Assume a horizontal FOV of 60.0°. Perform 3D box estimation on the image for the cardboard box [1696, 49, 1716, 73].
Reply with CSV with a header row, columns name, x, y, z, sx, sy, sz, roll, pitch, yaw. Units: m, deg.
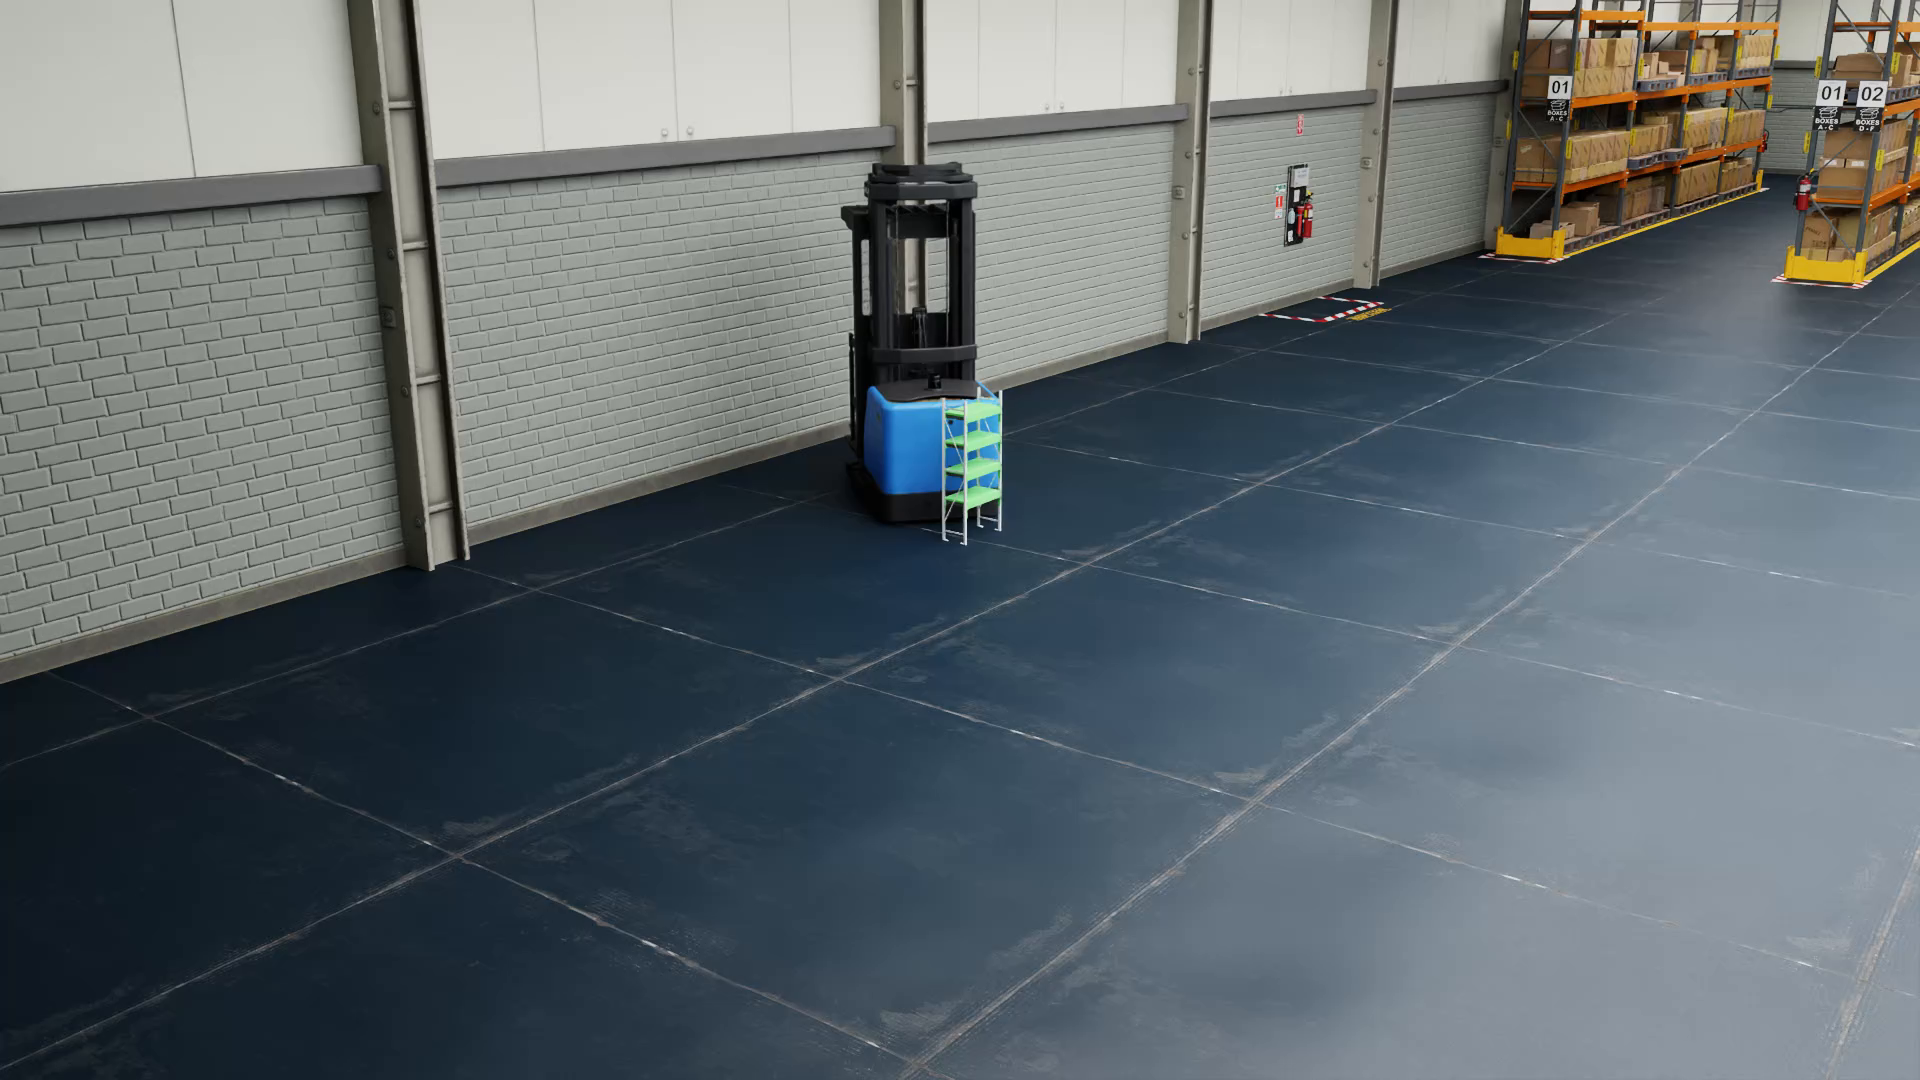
name,x,y,z,sx,sy,sz,roll,pitch,yaw
cardboard box,16.691,-10.875,37.738,0.700,0.500,0.500,12,21,34

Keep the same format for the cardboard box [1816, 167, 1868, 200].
name,x,y,z,sx,sy,sz,roll,pitch,yaw
cardboard box,14.702,-5.943,27.655,0.700,0.500,0.500,12,21,35

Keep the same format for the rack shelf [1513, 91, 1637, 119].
name,x,y,z,sx,sy,sz,roll,pitch,yaw
rack shelf,11.625,-8.226,31.331,1.077,0.370,4.000,12,21,35

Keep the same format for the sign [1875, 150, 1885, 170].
name,x,y,z,sx,sy,sz,roll,pitch,yaw
sign,14.856,-6.138,26.858,0.100,0.325,0.005,12,21,35

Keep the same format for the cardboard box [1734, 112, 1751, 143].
name,x,y,z,sx,sy,sz,roll,pitch,yaw
cardboard box,18.784,-10.136,40.821,0.980,0.700,0.700,11,20,32

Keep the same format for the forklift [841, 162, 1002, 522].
name,x,y,z,sx,sy,sz,roll,pitch,yaw
forklift,-0.457,-1.948,15.076,1.130,2.935,3.031,-4,18,-12

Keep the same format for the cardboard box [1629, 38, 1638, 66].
name,x,y,z,sx,sy,sz,roll,pitch,yaw
cardboard box,12.736,-9.414,32.053,0.500,0.500,0.500,10,20,30

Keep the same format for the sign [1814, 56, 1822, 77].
name,x,y,z,sx,sy,sz,roll,pitch,yaw
sign,13.986,-7.703,27.074,0.100,0.325,0.005,12,21,35

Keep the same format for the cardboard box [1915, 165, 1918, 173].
name,x,y,z,sx,sy,sz,roll,pitch,yaw
cardboard box,18.466,-7.258,32.482,0.380,0.149,0.250,14,22,39

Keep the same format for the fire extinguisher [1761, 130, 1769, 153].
name,x,y,z,sx,sy,sz,roll,pitch,yaw
fire extinguisher,20.427,-10.211,42.326,0.296,0.674,0.183,12,21,35

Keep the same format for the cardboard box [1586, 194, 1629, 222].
name,x,y,z,sx,sy,sz,roll,pitch,yaw
cardboard box,13.241,-6.808,34.082,0.700,0.500,0.500,13,22,37

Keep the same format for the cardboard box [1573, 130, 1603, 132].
name,x,y,z,sx,sy,sz,roll,pitch,yaw
cardboard box,12.368,-7.835,32.869,0.500,0.500,0.500,12,21,33

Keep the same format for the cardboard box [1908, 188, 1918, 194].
name,x,y,z,sx,sy,sz,roll,pitch,yaw
cardboard box,19.579,-7.345,34.546,0.500,0.250,0.500,13,22,37

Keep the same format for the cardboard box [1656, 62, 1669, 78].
name,x,y,z,sx,sy,sz,roll,pitch,yaw
cardboard box,14.353,-9.765,34.866,0.797,0.503,0.637,16,24,42

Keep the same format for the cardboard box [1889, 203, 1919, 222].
name,x,y,z,sx,sy,sz,roll,pitch,yaw
cardboard box,18.158,-6.315,32.004,0.500,0.311,0.500,13,22,36

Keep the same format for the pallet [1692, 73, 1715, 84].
name,x,y,z,sx,sy,sz,roll,pitch,yaw
pallet,16.205,-10.338,37.237,1.003,0.211,1.213,14,22,37

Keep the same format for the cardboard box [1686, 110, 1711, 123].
name,x,y,z,sx,sy,sz,roll,pitch,yaw
cardboard box,16.591,-9.557,37.493,0.500,0.250,0.500,12,21,34

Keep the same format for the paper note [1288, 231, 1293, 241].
name,x,y,z,sx,sy,sz,roll,pitch,yaw
paper note,4.916,-4.519,24.723,0.016,0.148,0.142,12,21,35

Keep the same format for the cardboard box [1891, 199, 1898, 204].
name,x,y,z,sx,sy,sz,roll,pitch,yaw
cardboard box,18.326,-6.648,33.075,0.500,0.311,0.500,12,21,33

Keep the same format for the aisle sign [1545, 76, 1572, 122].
name,x,y,z,sx,sy,sz,roll,pitch,yaw
aisle sign,10.631,-7.832,29.524,0.394,0.787,0.004,12,21,35

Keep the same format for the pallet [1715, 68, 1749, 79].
name,x,y,z,sx,sy,sz,roll,pitch,yaw
pallet,18.079,-11.102,39.529,1.003,0.211,1.213,12,21,35

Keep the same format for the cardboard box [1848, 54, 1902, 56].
name,x,y,z,sx,sy,sz,roll,pitch,yaw
cardboard box,15.714,-8.118,28.652,0.797,0.503,0.637,15,23,41

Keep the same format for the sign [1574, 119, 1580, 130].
name,x,y,z,sx,sy,sz,roll,pitch,yaw
sign,12.368,-8.264,33.344,0.100,0.325,0.005,12,21,35

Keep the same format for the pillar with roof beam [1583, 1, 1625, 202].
name,x,y,z,sx,sy,sz,roll,pitch,yaw
pillar with roof beam,17.188,-10.514,32.427,9.100,9.000,0.400,12,21,35

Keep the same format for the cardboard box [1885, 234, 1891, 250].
name,x,y,z,sx,sy,sz,roll,pitch,yaw
cardboard box,16.390,-5.360,29.875,0.500,0.250,0.500,12,21,35

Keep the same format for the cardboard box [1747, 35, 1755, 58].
name,x,y,z,sx,sy,sz,roll,pitch,yaw
cardboard box,18.534,-11.730,39.513,0.500,0.500,0.500,12,21,34

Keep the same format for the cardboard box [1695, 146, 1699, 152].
name,x,y,z,sx,sy,sz,roll,pitch,yaw
cardboard box,16.487,-8.861,37.608,0.380,0.149,0.250,13,21,35

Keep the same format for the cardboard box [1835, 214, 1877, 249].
name,x,y,z,sx,sy,sz,roll,pitch,yaw
cardboard box,15.208,-5.240,28.223,0.500,0.500,0.500,12,21,35

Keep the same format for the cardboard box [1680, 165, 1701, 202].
name,x,y,z,sx,sy,sz,roll,pitch,yaw
cardboard box,16.270,-8.100,37.685,0.750,0.750,0.750,12,21,34

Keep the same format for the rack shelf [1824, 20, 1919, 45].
name,x,y,z,sx,sy,sz,roll,pitch,yaw
rack shelf,15.605,-8.593,28.129,1.077,0.370,4.000,12,21,35

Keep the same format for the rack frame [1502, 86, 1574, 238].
name,x,y,z,sx,sy,sz,roll,pitch,yaw
rack frame,10.433,-6.661,30.135,1.000,3.000,0.127,12,21,35

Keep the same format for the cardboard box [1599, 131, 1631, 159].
name,x,y,z,sx,sy,sz,roll,pitch,yaw
cardboard box,12.783,-7.742,32.572,0.500,0.500,0.500,12,21,35

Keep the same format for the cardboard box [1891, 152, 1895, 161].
name,x,y,z,sx,sy,sz,roll,pitch,yaw
cardboard box,16.049,-6.692,28.972,0.380,0.149,0.250,13,22,36

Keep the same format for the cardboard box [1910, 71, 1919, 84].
name,x,y,z,sx,sy,sz,roll,pitch,yaw
cardboard box,17.172,-8.446,30.369,0.500,0.250,0.500,15,23,40

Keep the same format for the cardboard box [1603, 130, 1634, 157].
name,x,y,z,sx,sy,sz,roll,pitch,yaw
cardboard box,13.147,-7.987,33.494,0.700,0.500,0.500,12,21,35

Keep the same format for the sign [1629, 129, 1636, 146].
name,x,y,z,sx,sy,sz,roll,pitch,yaw
sign,13.257,-7.933,32.772,0.100,0.325,0.005,12,21,35

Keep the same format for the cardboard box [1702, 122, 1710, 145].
name,x,y,z,sx,sy,sz,roll,pitch,yaw
cardboard box,16.615,-9.203,37.616,0.500,0.500,0.500,13,22,36

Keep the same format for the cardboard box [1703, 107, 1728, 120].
name,x,y,z,sx,sy,sz,roll,pitch,yaw
cardboard box,17.510,-9.920,38.662,0.500,0.250,0.500,13,22,36

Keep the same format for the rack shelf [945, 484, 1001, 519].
name,x,y,z,sx,sy,sz,roll,pitch,yaw
rack shelf,0.099,-0.322,13.783,0.258,0.148,0.480,12,21,35

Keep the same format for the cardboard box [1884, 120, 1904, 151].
name,x,y,z,sx,sy,sz,roll,pitch,yaw
cardboard box,16.237,-7.179,29.448,0.700,0.500,0.500,12,21,35

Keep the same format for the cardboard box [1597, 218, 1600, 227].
name,x,y,z,sx,sy,sz,roll,pitch,yaw
cardboard box,12.522,-6.338,33.130,0.380,0.166,0.250,9,20,28

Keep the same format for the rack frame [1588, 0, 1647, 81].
name,x,y,z,sx,sy,sz,roll,pitch,yaw
rack frame,12.816,-10.479,32.313,1.000,3.000,0.127,12,21,35

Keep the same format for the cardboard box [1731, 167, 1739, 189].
name,x,y,z,sx,sy,sz,roll,pitch,yaw
cardboard box,18.720,-8.927,40.938,0.700,0.500,0.500,13,21,36

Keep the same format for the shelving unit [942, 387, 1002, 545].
name,x,y,z,sx,sy,sz,roll,pitch,yaw
shelving unit,0.099,-0.612,13.693,0.258,1.200,0.503,12,21,35

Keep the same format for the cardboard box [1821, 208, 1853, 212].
name,x,y,z,sx,sy,sz,roll,pitch,yaw
cardboard box,15.377,-5.572,29.292,0.500,0.500,0.500,12,21,35

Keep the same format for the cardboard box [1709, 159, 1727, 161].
name,x,y,z,sx,sy,sz,roll,pitch,yaw
cardboard box,18.789,-9.367,41.261,0.380,0.149,0.250,13,21,35

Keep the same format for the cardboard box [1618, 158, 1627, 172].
name,x,y,z,sx,sy,sz,roll,pitch,yaw
cardboard box,12.777,-7.385,32.686,0.500,0.250,0.500,12,21,35

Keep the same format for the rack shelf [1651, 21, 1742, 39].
name,x,y,z,sx,sy,sz,roll,pitch,yaw
rack shelf,16.391,-11.373,37.081,1.077,0.370,4.000,12,21,35

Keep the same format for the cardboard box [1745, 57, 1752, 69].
name,x,y,z,sx,sy,sz,roll,pitch,yaw
cardboard box,18.521,-11.365,39.602,0.500,0.250,0.500,12,21,34

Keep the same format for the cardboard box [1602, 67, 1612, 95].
name,x,y,z,sx,sy,sz,roll,pitch,yaw
cardboard box,11.790,-8.563,31.002,0.500,0.500,0.500,14,22,38

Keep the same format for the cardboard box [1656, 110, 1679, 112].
name,x,y,z,sx,sy,sz,roll,pitch,yaw
cardboard box,15.881,-9.522,37.380,0.500,0.250,0.500,12,21,33

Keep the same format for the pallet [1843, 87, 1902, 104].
name,x,y,z,sx,sy,sz,roll,pitch,yaw
pallet,14.856,-7.340,27.415,1.003,0.211,1.213,12,21,35
